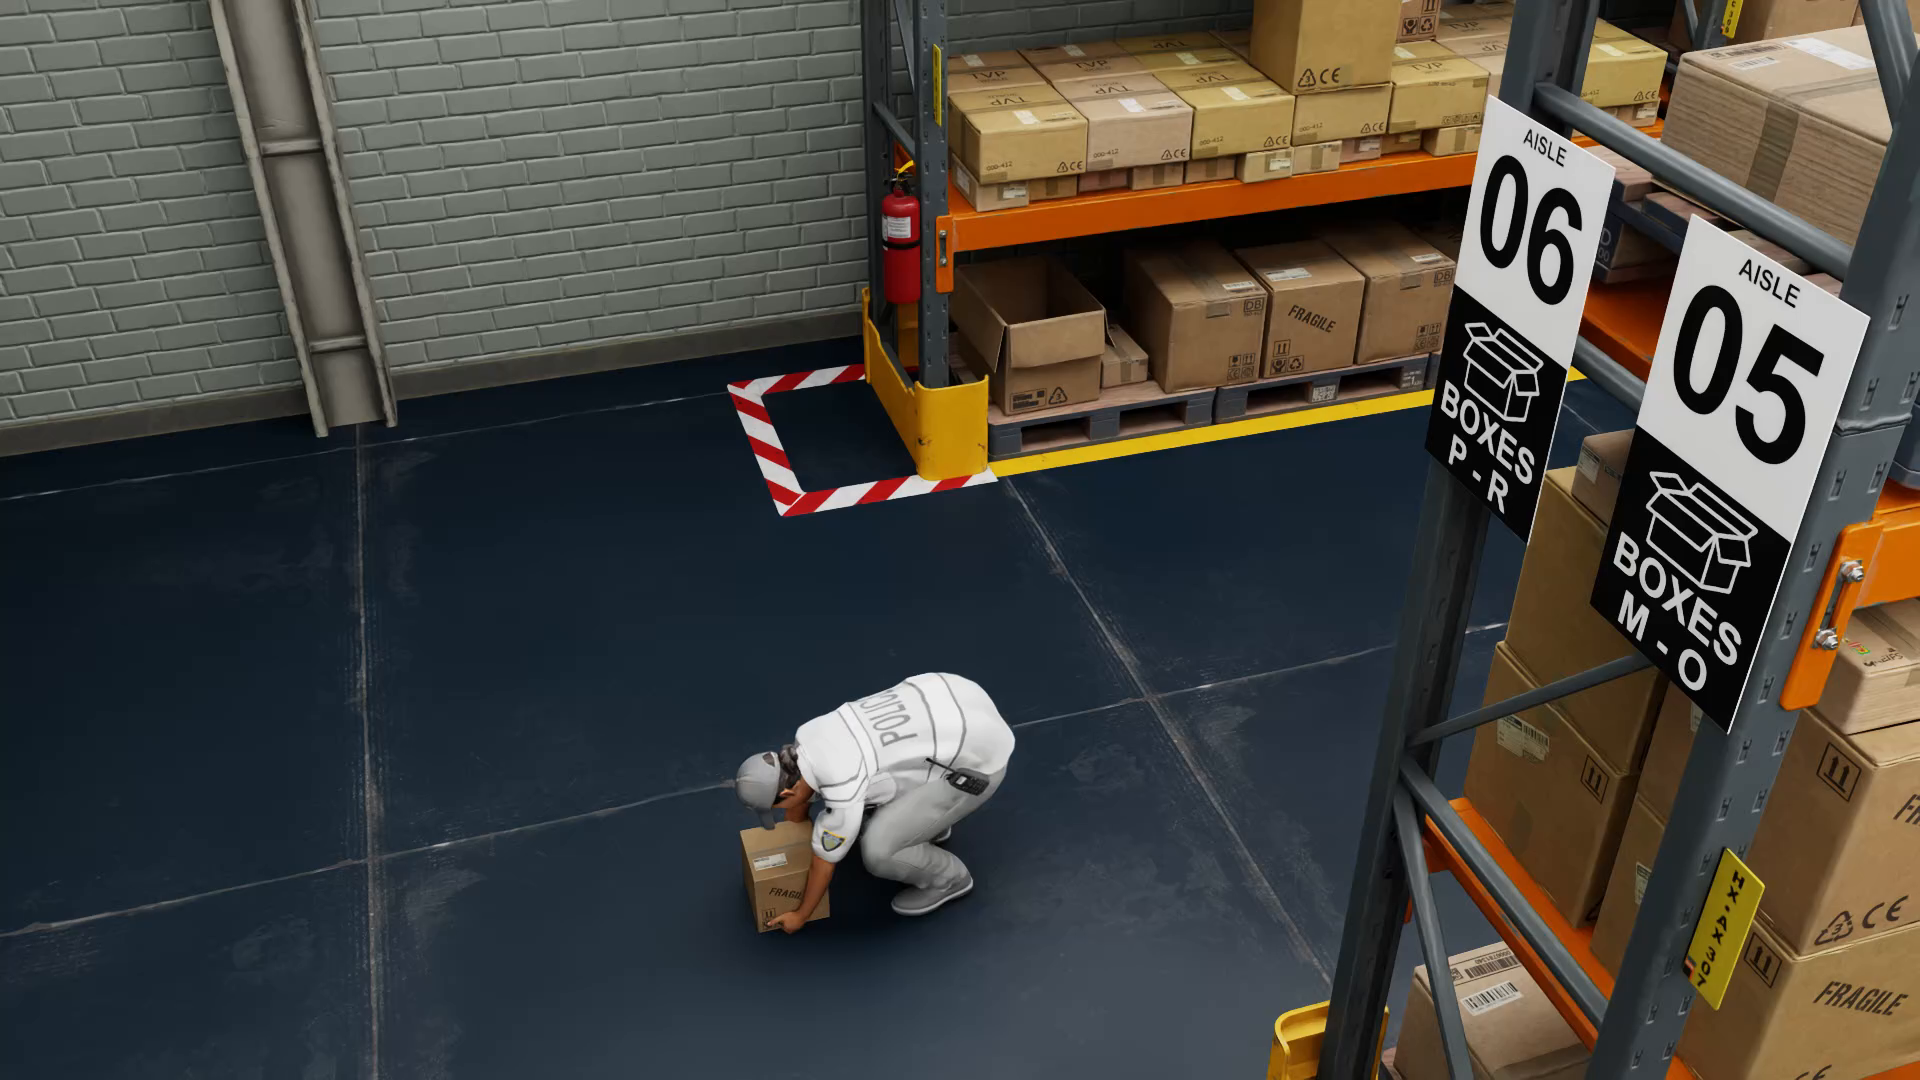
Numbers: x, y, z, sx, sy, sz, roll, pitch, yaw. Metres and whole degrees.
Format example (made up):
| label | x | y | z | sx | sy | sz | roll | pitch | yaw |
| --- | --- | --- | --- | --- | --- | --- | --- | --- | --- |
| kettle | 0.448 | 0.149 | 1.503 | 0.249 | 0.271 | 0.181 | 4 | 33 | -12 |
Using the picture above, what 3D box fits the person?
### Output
| label | x | y | z | sx | sy | sz | roll | pitch | yaw |
| --- | --- | --- | --- | --- | --- | --- | --- | --- | --- |
| person | -0.287 | 0.888 | 5.643 | 0.942 | 0.784 | 0.513 | -11 | 36 | -16 |
